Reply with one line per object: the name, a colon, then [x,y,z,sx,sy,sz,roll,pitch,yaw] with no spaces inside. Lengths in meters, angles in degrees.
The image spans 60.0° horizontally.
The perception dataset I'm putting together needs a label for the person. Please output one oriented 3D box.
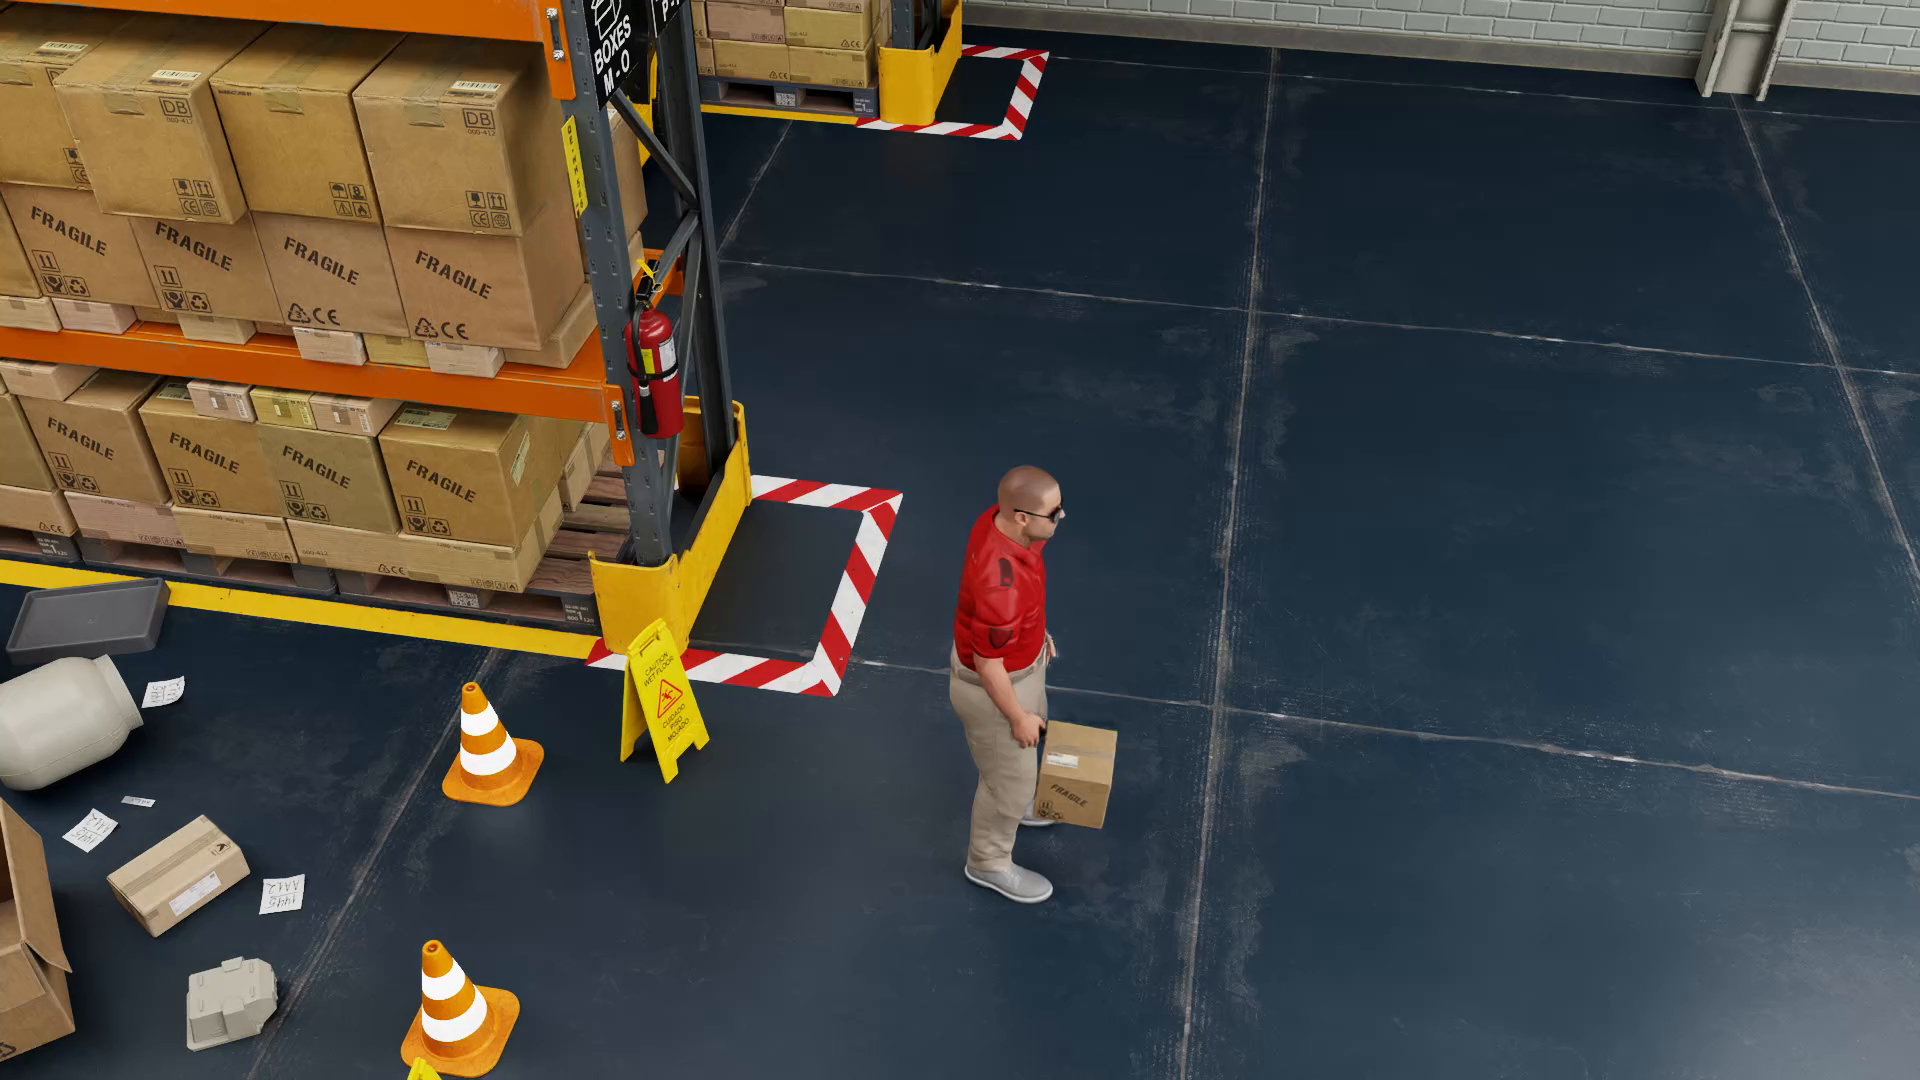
person: [0.171,0.457,5.625,0.391,1.729,0.566,5,41,6]
